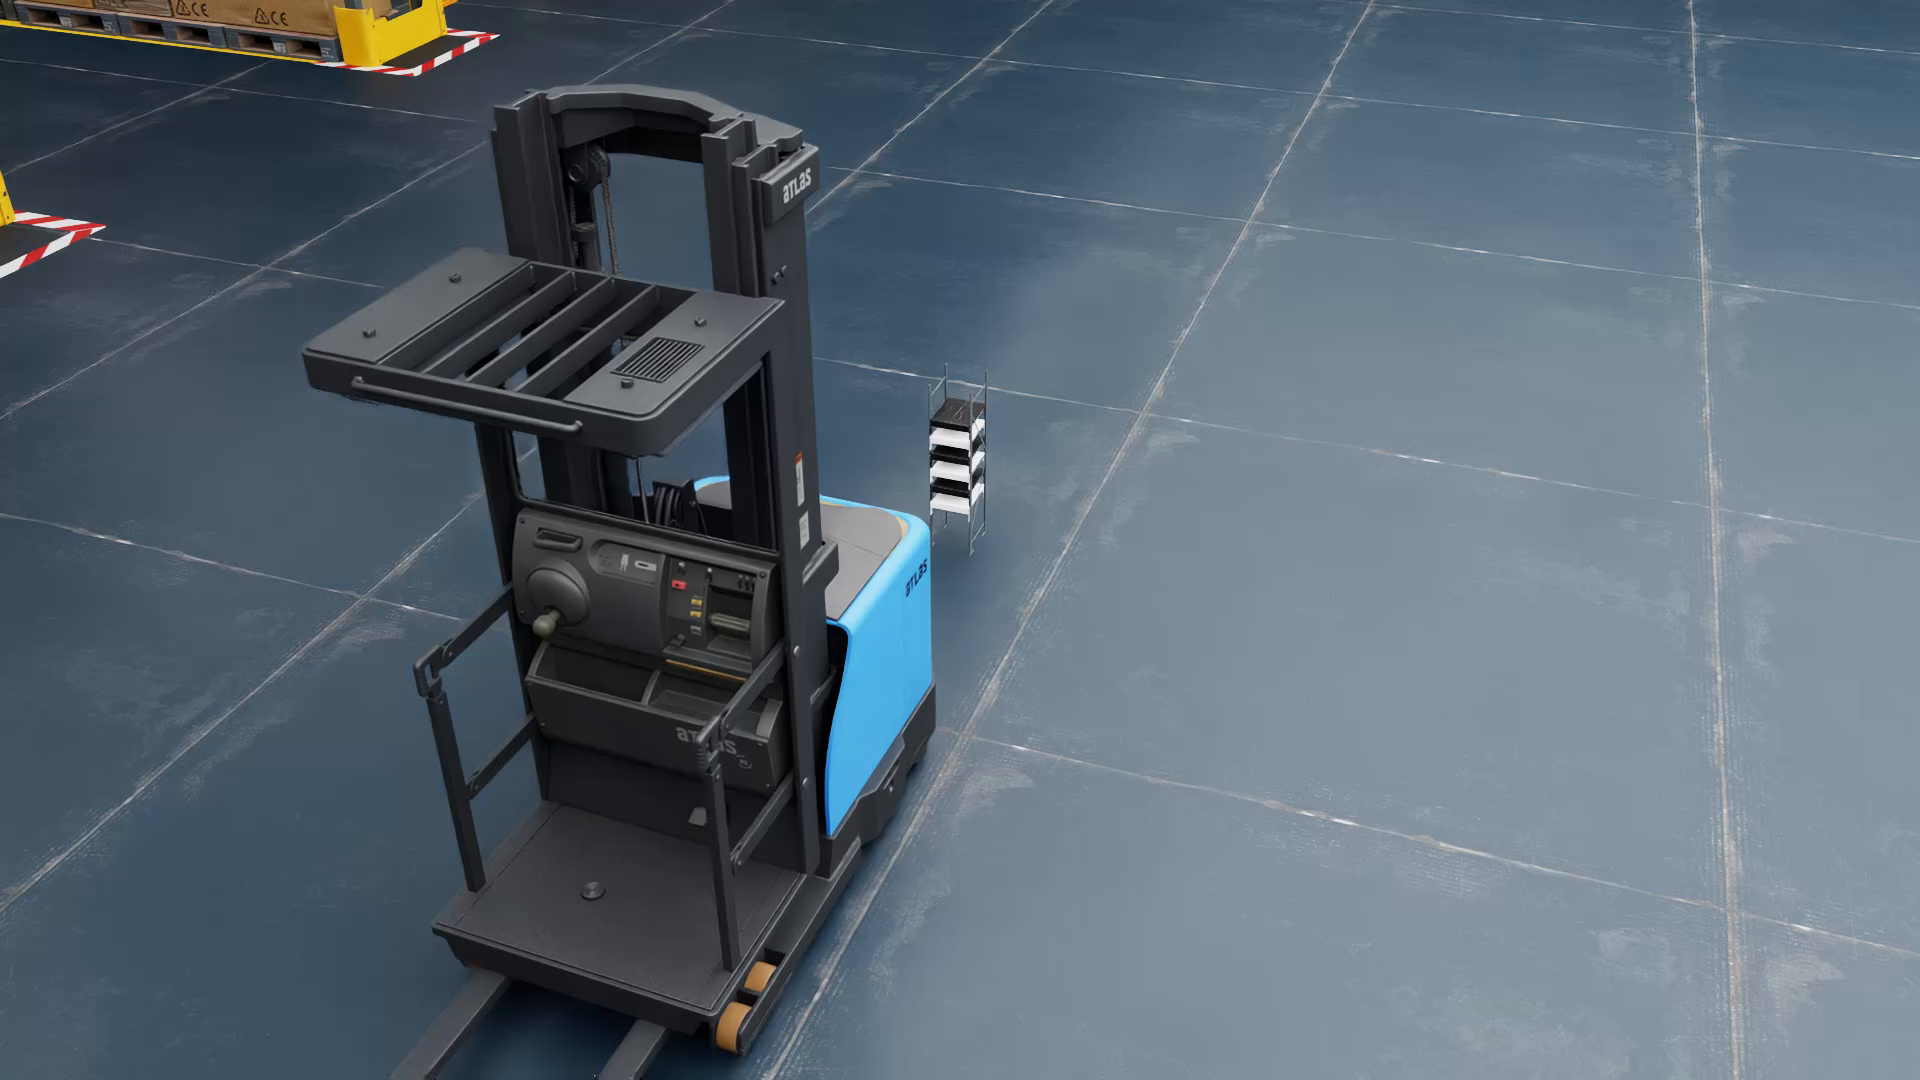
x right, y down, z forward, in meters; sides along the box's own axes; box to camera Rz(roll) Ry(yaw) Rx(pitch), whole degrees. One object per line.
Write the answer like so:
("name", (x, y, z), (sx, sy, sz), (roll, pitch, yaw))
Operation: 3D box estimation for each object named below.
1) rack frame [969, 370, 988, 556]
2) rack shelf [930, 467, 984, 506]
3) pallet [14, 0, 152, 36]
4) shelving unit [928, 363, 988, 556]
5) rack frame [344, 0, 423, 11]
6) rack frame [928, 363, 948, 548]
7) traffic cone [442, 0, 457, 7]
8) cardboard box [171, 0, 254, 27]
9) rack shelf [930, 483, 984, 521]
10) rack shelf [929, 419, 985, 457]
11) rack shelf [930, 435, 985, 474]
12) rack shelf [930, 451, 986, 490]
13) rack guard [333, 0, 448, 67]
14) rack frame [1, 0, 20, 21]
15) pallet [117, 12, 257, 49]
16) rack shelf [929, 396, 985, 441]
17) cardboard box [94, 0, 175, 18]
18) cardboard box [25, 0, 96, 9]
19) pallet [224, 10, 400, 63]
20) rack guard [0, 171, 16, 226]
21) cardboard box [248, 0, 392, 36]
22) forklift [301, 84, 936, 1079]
("rack frame", (0.088, -0.361, 7.979), (0.006, 0.900, 0.240), (11, 34, 16))
("rack shelf", (-0.008, -0.276, 8.075), (0.200, 0.077, 0.258), (11, 34, 16))
("pallet", (-8.252, -5.154, 16.038), (1.213, 0.211, 1.003), (11, 34, 16))
("shelving unit", (-0.008, -0.380, 8.008), (0.210, 0.900, 0.258), (11, 34, 16))
("rack frame", (-5.176, -5.772, 14.425), (0.127, 3.000, 1.000), (11, 34, 16))
("rack frame", (-0.103, -0.398, 8.037), (0.006, 0.900, 0.240), (11, 34, 16))
("traffic cone", (-5.197, -5.529, 16.387), (0.334, 0.463, 0.336), (11, 34, 16))
("cardboard box", (-6.666, -5.306, 15.275), (0.875, 0.875, 0.875), (10, 34, 16))
("rack shelf", (-0.008, -0.200, 8.124), (0.200, 0.077, 0.258), (11, 34, 16))
("rack shelf", (-0.008, -0.503, 7.929), (0.200, 0.077, 0.258), (11, 34, 16))
("rack shelf", (-0.008, -0.427, 7.977), (0.200, 0.077, 0.258), (11, 34, 16))
("rack shelf", (-0.008, -0.352, 8.026), (0.200, 0.077, 0.258), (11, 34, 16))
("rack guard", (-5.153, -4.718, 15.096), (0.348, 0.500, 1.175), (11, 34, 16))
("rack frame", (-8.941, -6.504, 15.559), (0.127, 3.000, 1.000), (11, 34, 16))
("pallet", (-7.100, -4.931, 15.693), (1.213, 0.211, 1.003), (11, 34, 16))
("rack shelf", (-0.008, -0.578, 7.880), (0.200, 0.077, 0.258), (11, 34, 16))
("cardboard box", (-7.523, -5.474, 15.535), (0.875, 0.875, 0.875), (11, 35, 17))
("cardboard box", (-8.373, -5.637, 15.787), (0.875, 0.875, 0.875), (12, 35, 17))
("pallet", (-5.955, -4.707, 15.346), (1.213, 0.211, 1.003), (11, 34, 16))
("rack guard", (-7.016, -2.222, 11.230), (0.348, 0.500, 1.175), (11, 34, 16))
("cardboard box", (-5.837, -5.146, 15.027), (0.875, 0.875, 0.875), (11, 35, 17))
("forklift", (-1.109, 0.230, 5.191), (1.130, 2.935, 3.031), (12, 35, 18))
